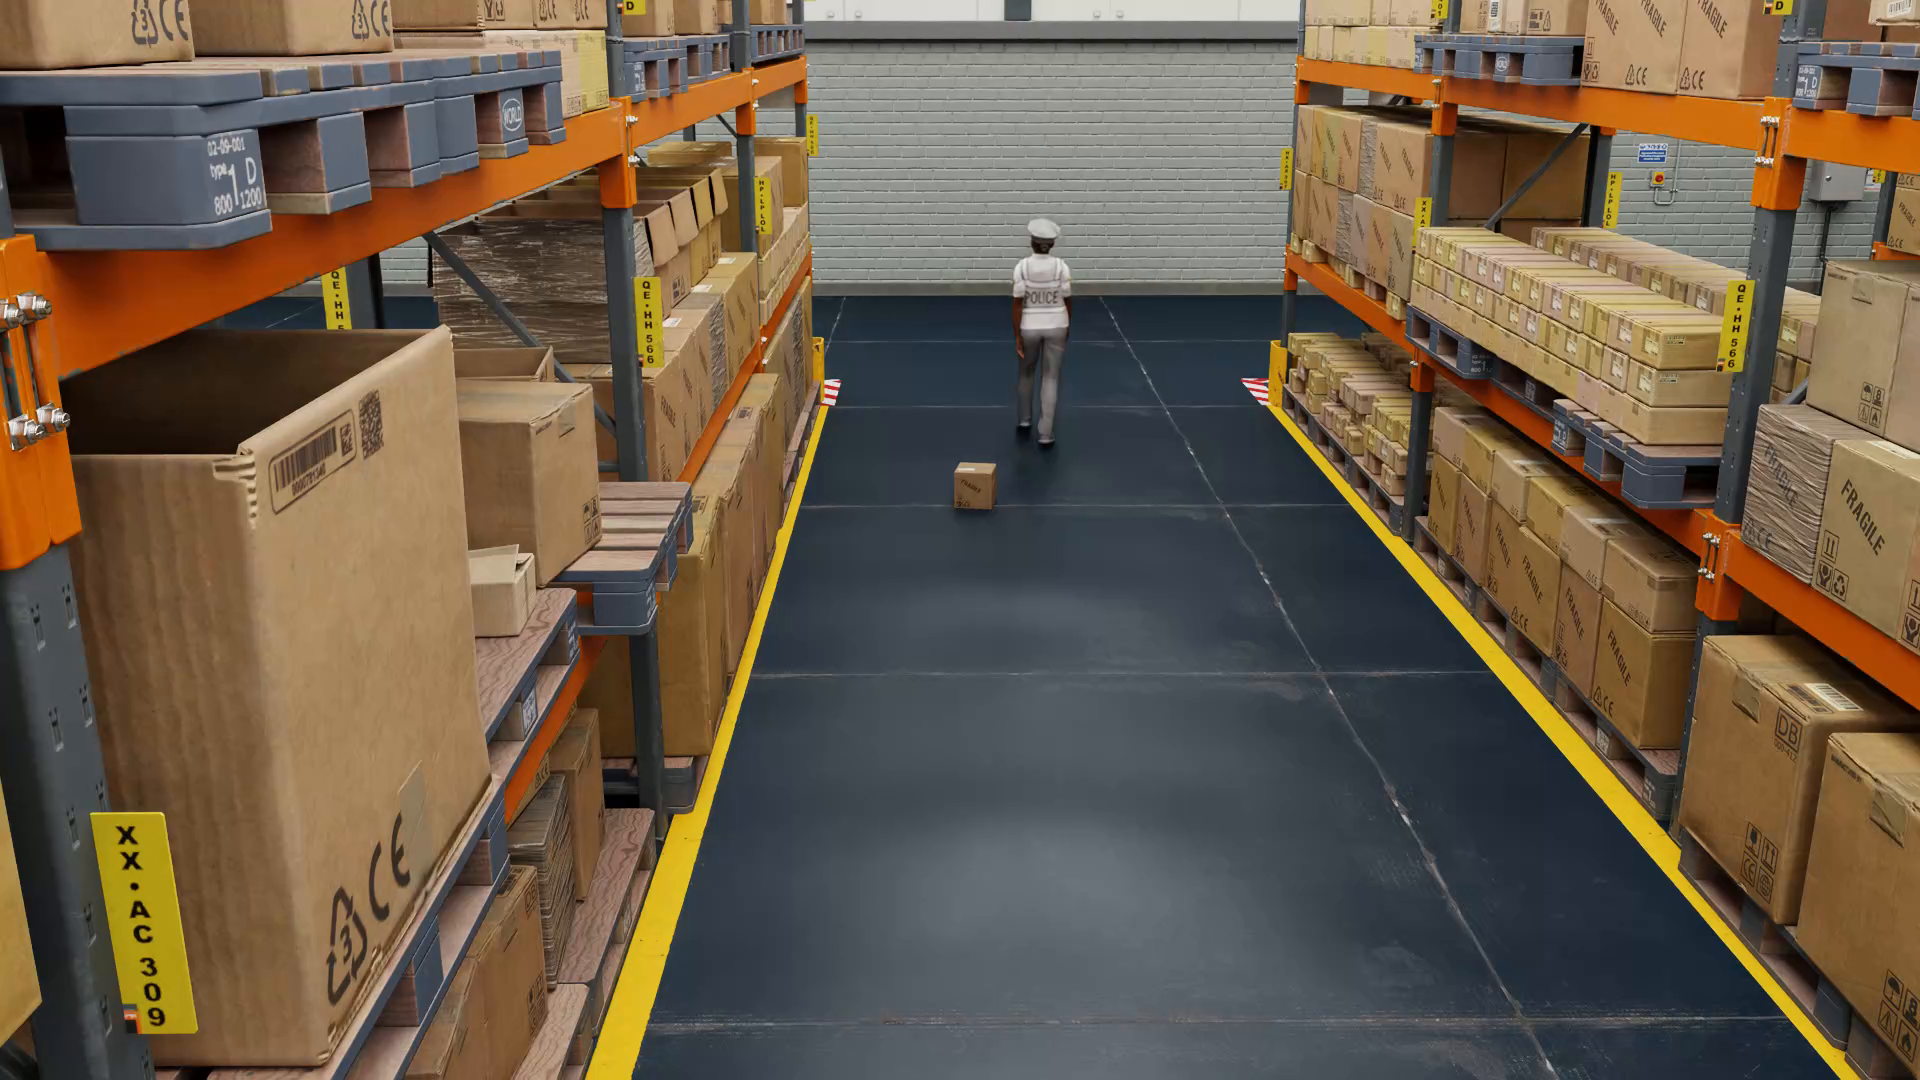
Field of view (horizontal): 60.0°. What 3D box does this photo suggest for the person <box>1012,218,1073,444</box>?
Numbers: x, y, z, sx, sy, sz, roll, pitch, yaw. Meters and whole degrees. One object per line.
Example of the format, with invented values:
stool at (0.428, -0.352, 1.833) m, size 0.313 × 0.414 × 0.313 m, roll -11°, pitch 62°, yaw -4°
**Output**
person at (0.631, -1.611, 12.634) m, size 0.445 × 1.662 × 0.818 m, roll 2°, pitch 17°, yaw 7°
